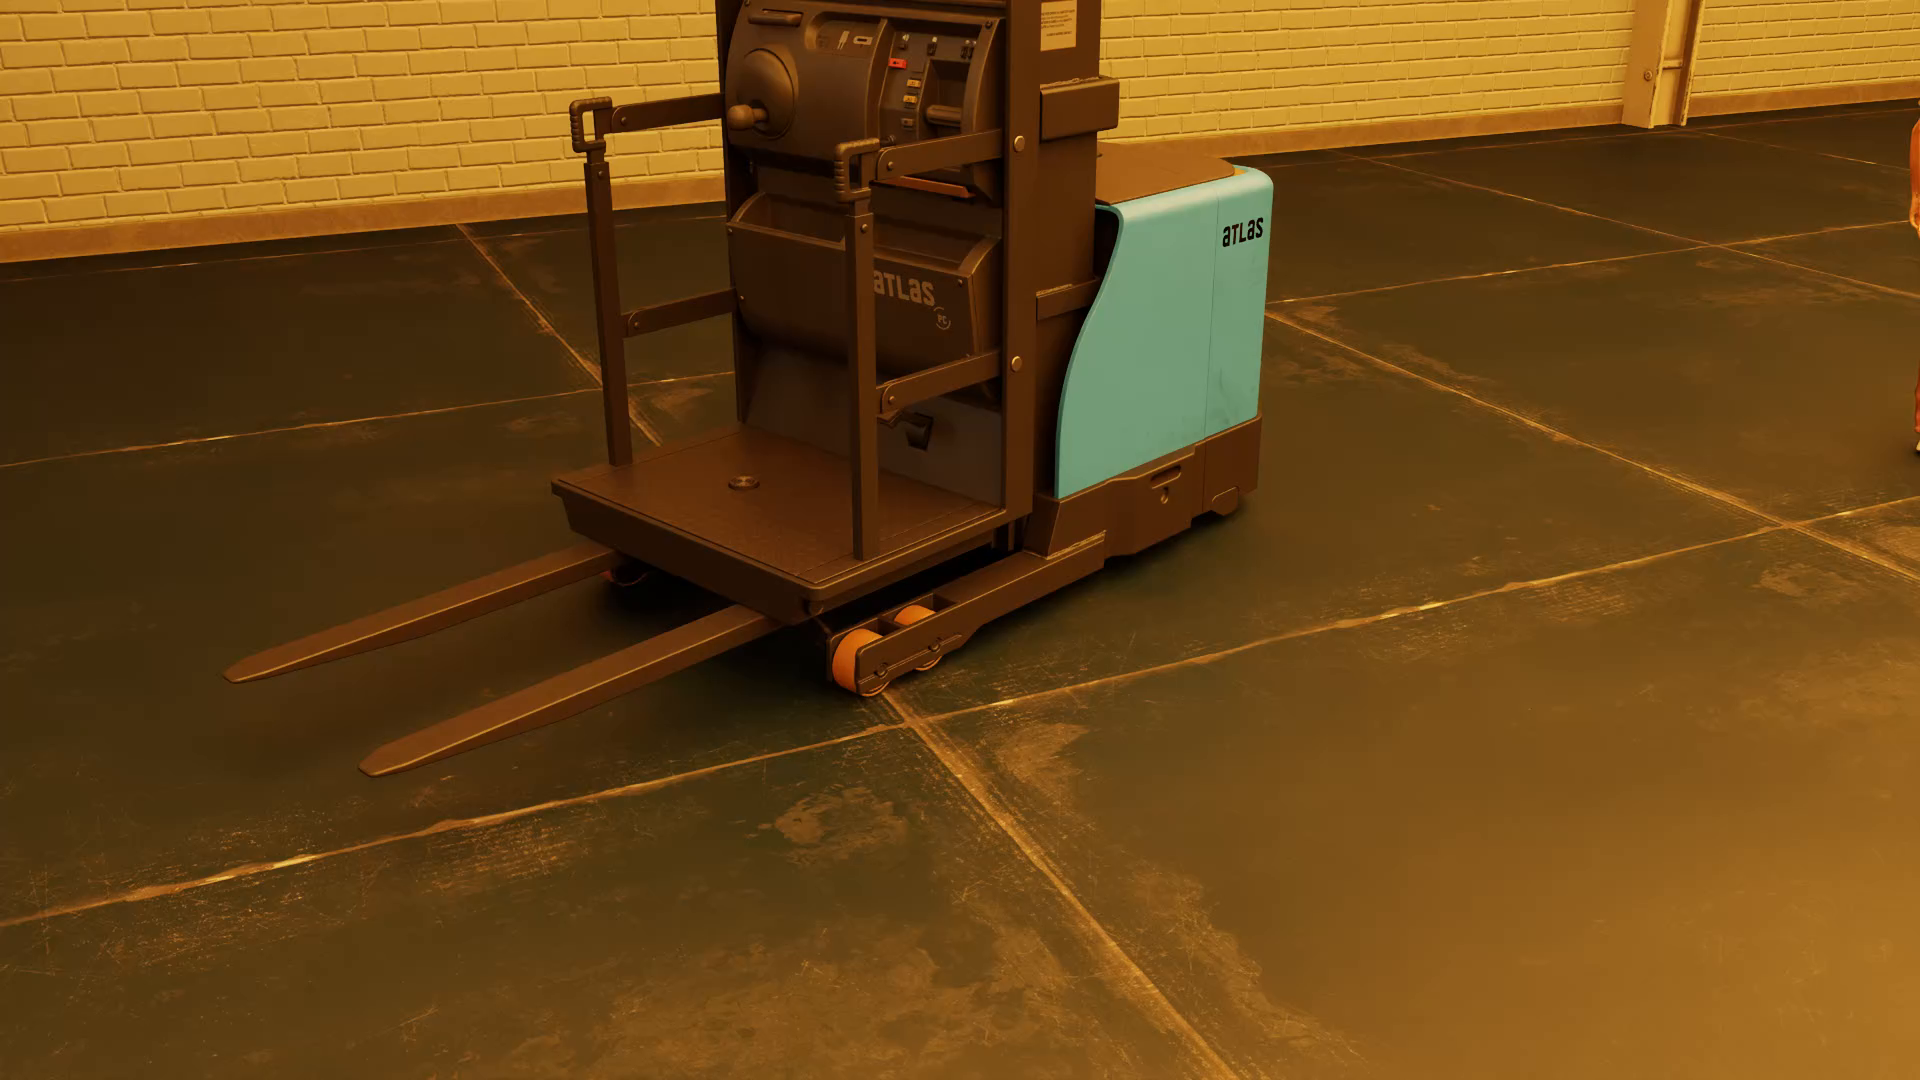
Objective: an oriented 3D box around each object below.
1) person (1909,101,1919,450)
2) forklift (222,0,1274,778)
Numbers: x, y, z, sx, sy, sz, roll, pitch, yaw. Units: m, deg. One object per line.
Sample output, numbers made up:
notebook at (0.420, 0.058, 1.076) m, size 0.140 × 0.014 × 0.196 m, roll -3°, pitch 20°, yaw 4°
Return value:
person at (3.472, -1.098, 5.547) m, size 0.548 × 1.674 × 0.553 m, roll -15°, pitch 27°, yaw -32°
forklift at (-0.413, -1.182, 4.131) m, size 1.130 × 2.935 × 3.031 m, roll 19°, pitch 29°, yaw 39°
